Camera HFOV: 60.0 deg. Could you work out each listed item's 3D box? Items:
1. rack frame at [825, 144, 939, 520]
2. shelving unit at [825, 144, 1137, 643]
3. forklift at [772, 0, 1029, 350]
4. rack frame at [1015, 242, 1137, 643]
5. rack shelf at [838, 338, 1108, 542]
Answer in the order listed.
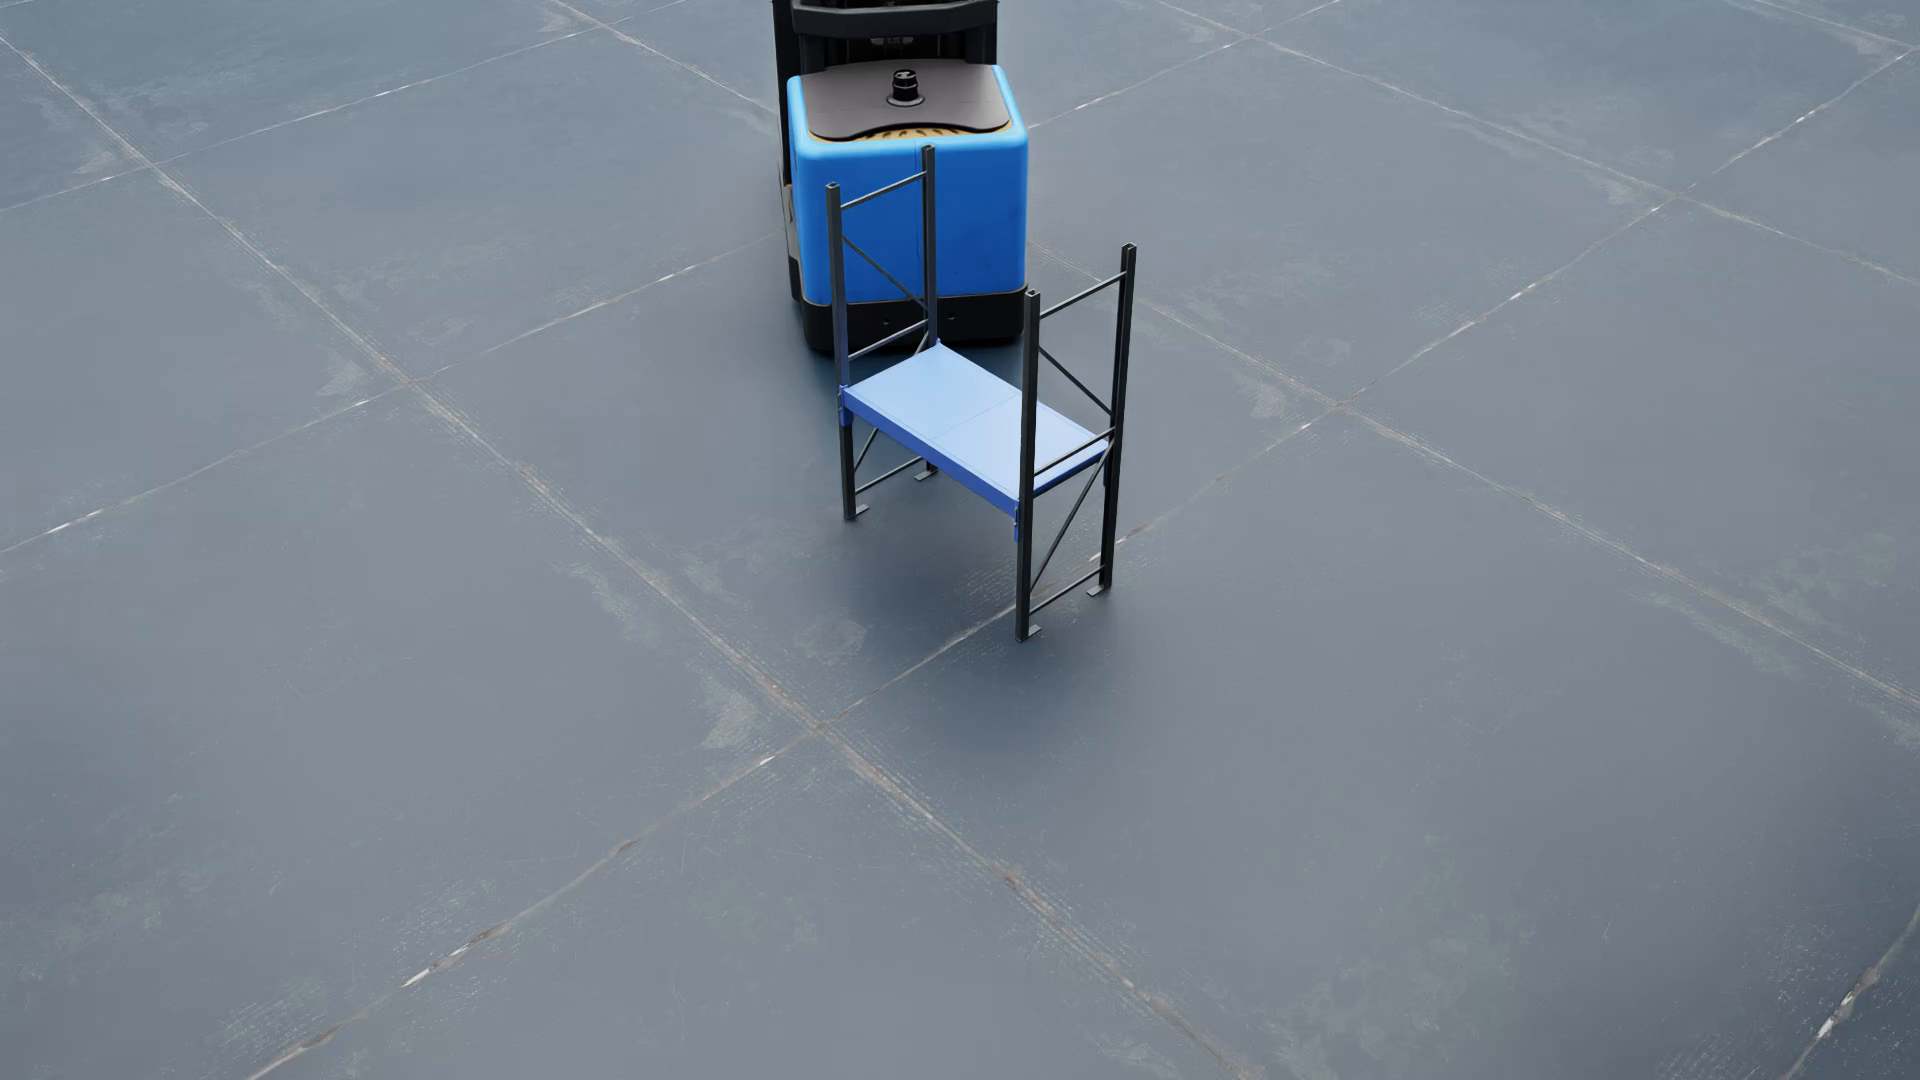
[{"bbox_3d":[-0.286,-0.779,6.521,0.500,1.500,0.032,-30,48,-32],"label":"rack frame"},{"bbox_3d":[0.058,-0.544,6.230,0.538,1.500,1.048,-30,48,-32],"label":"shelving unit"},{"bbox_3d":[-0.396,-2.943,8.062,1.130,2.935,3.031,-5,39,-6],"label":"forklift"},{"bbox_3d":[0.402,-0.309,5.939,0.500,1.500,0.032,-30,48,-32],"label":"rack frame"},{"bbox_3d":[0.058,-0.404,6.343,0.538,0.185,1.000,-30,48,-32],"label":"rack shelf"}]
